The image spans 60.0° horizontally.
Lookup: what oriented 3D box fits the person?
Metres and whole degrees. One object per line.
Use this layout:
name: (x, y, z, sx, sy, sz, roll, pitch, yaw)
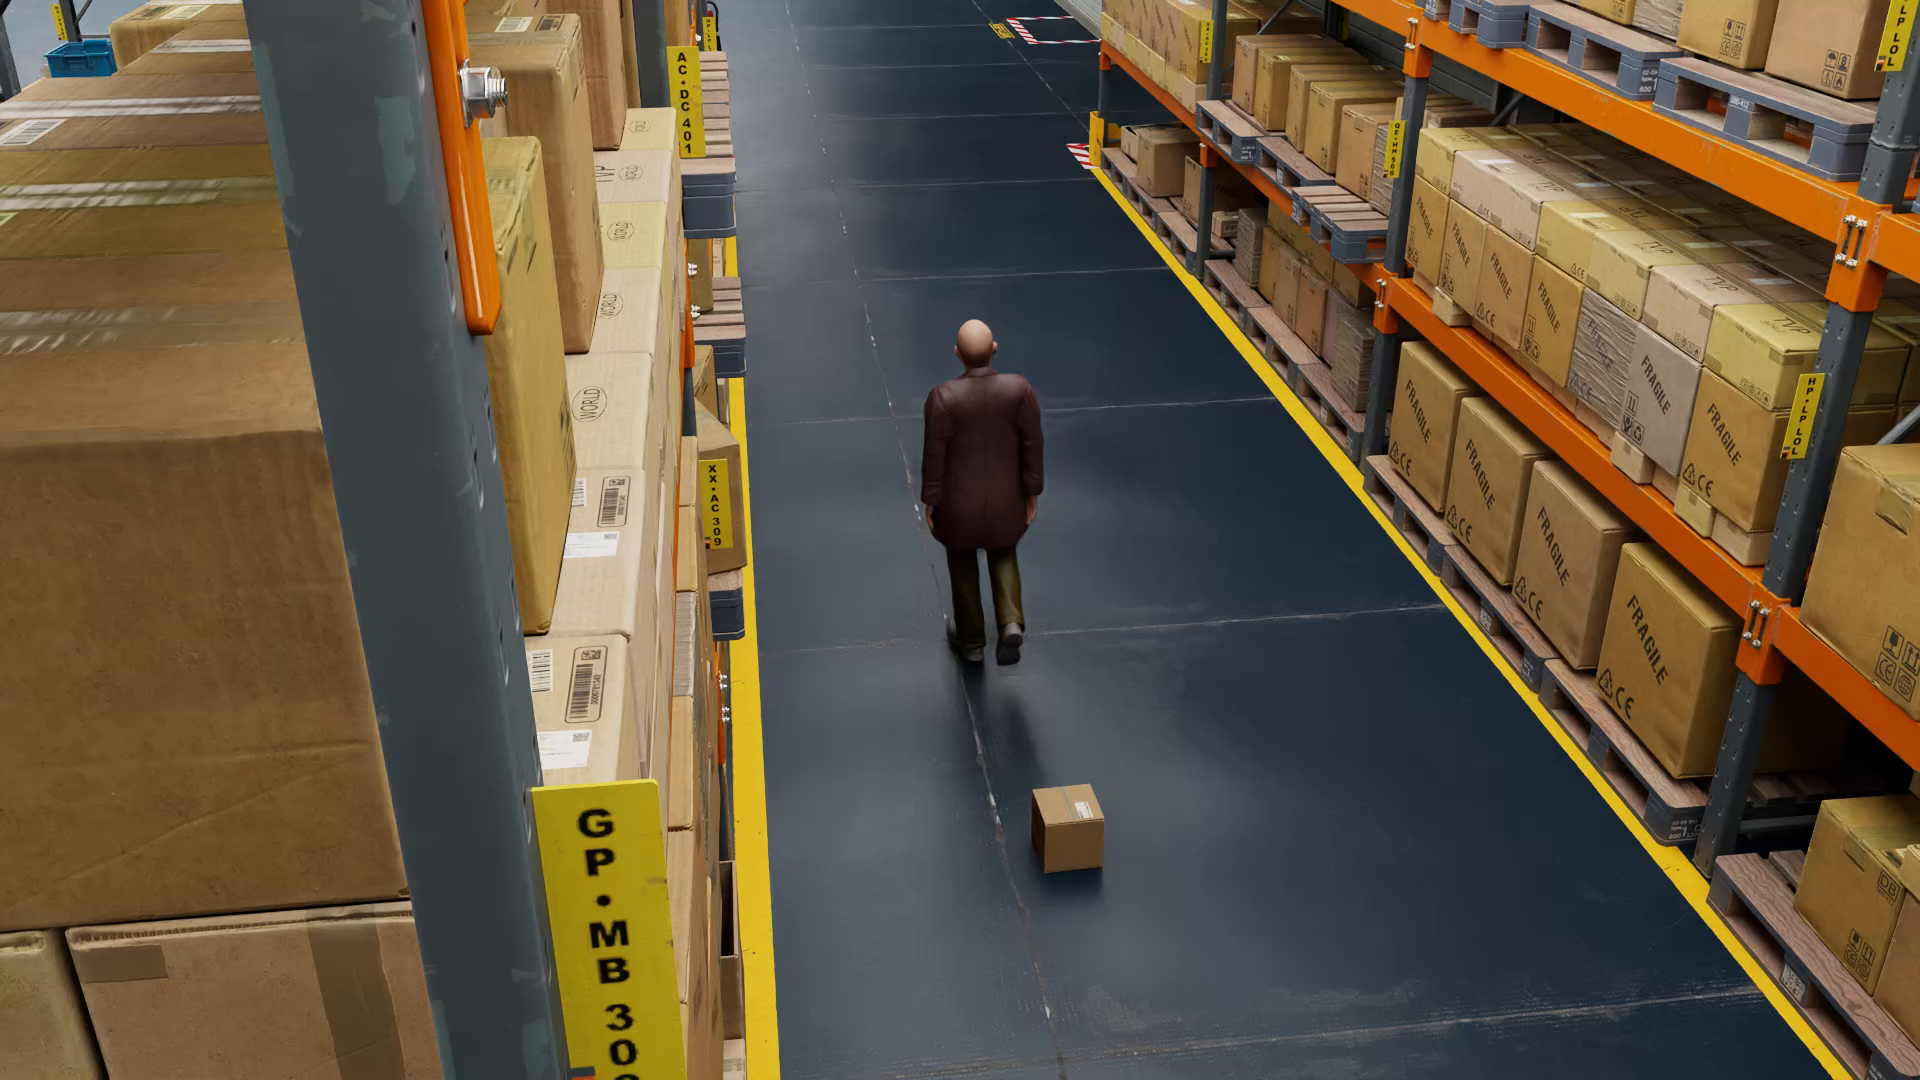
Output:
person: (0.081, -0.247, 8.076, 0.583, 1.790, 0.530, -6, 27, -12)
